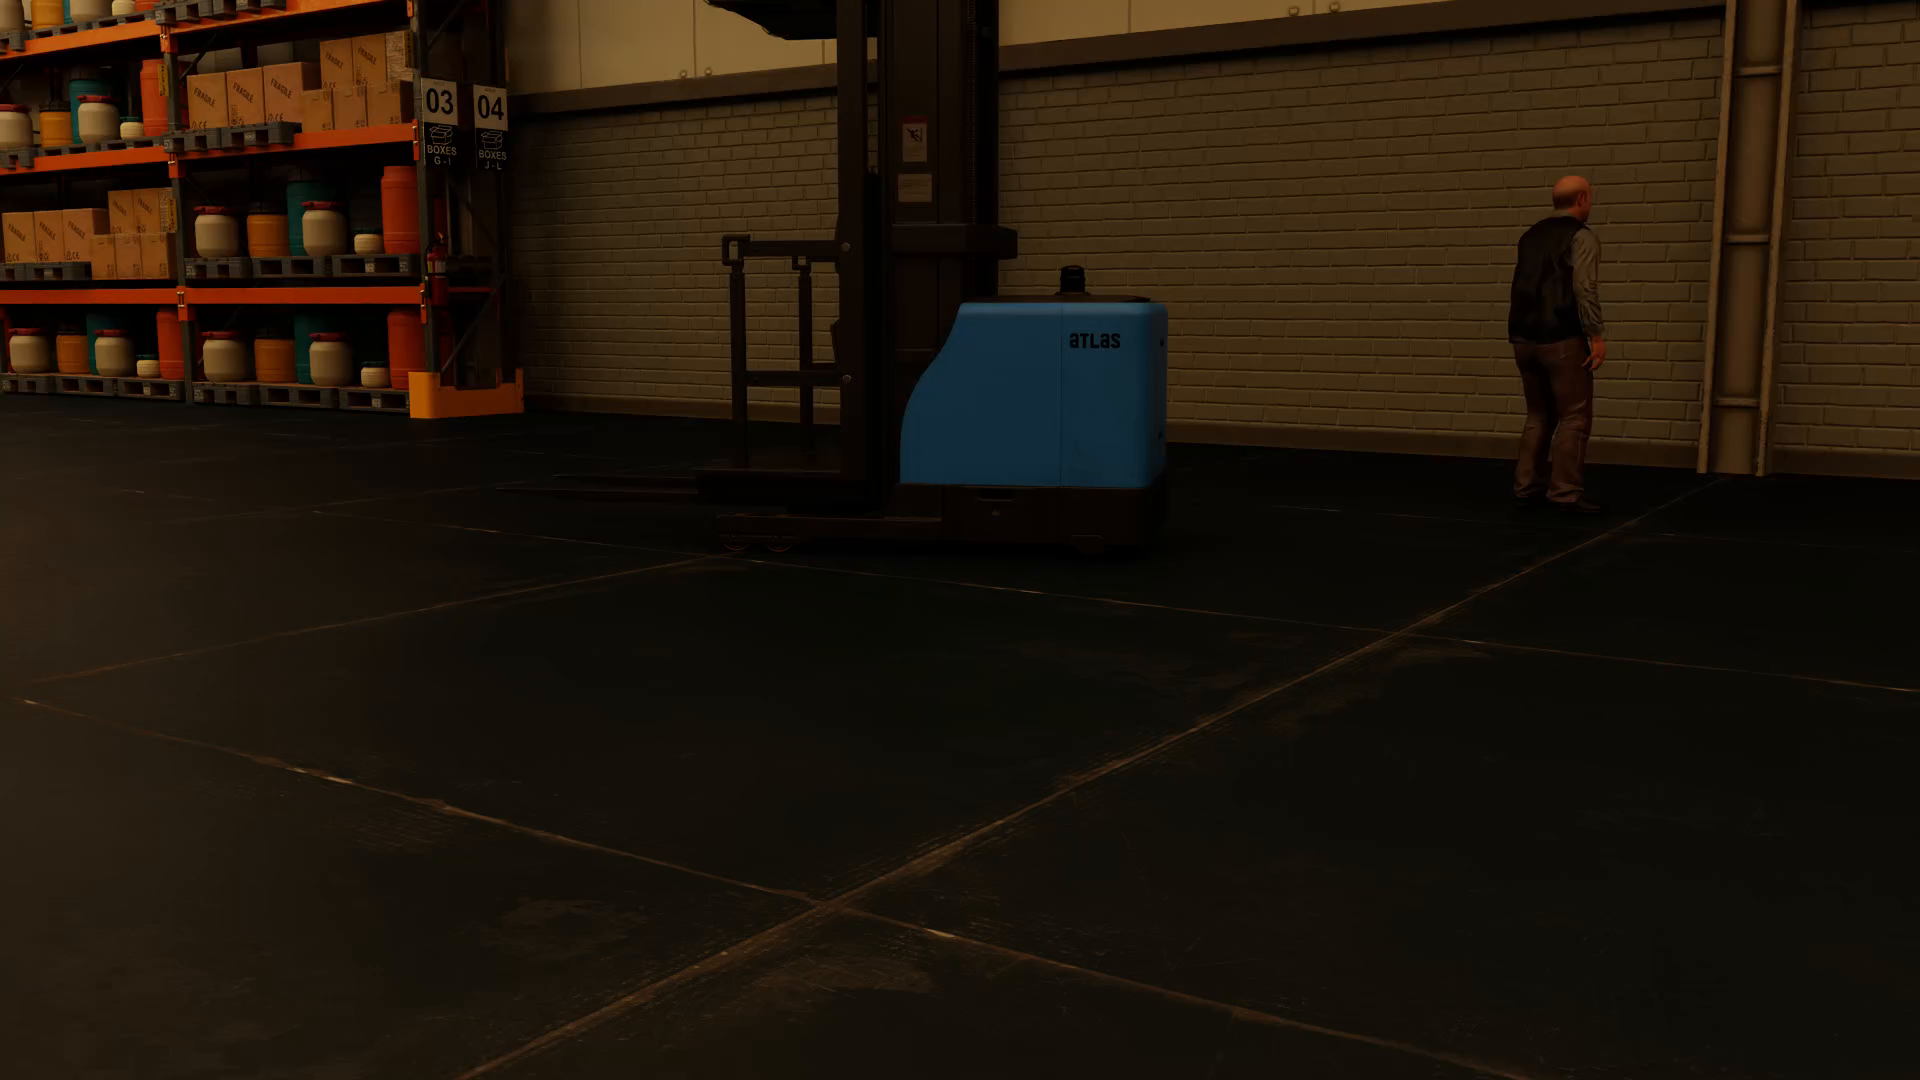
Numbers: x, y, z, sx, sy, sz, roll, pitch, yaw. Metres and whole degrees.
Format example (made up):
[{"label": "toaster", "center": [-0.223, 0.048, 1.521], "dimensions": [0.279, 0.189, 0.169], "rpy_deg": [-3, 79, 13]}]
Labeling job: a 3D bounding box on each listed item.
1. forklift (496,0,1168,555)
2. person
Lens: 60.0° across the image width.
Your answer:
[{"label": "forklift", "center": [-0.596, -1.469, 7.520], "dimensions": [3.031, 2.935, 1.130], "rpy_deg": [2, 8, 12]}, {"label": "person", "center": [3.063, -1.008, 8.583], "dimensions": [0.413, 1.721, 0.588], "rpy_deg": [-3, 9, -19]}]
